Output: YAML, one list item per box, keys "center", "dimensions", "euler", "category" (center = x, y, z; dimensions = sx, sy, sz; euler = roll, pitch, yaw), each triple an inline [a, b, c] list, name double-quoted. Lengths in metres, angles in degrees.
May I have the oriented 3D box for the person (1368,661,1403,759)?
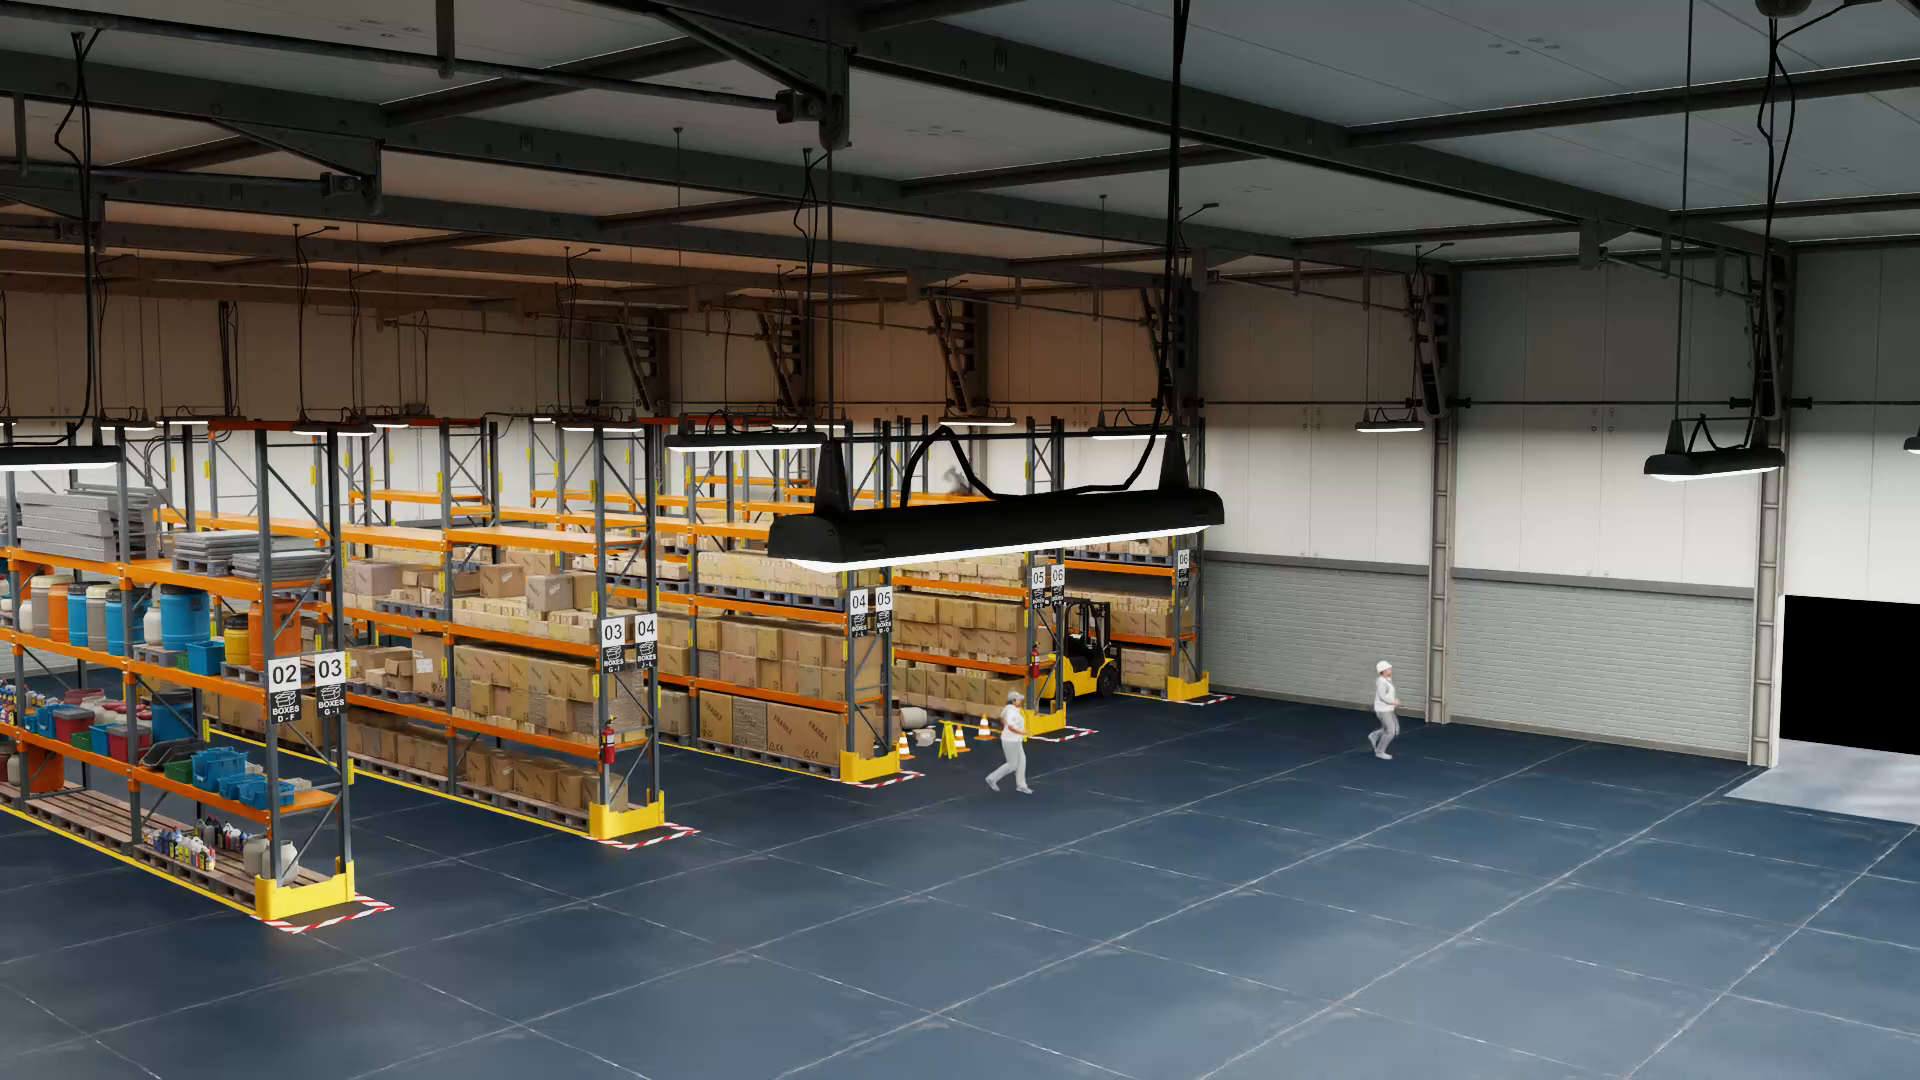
- center: [7.577, 3.014, 29.544]
  dimensions: [0.563, 1.736, 0.698]
  euler: [2, 5, 18]
  category: "person"

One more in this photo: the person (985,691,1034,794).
- center: [0.807, 3.279, 26.863]
  dimensions: [0.804, 1.682, 0.628]
  euler: [0, 5, 0]
  category: "person"
